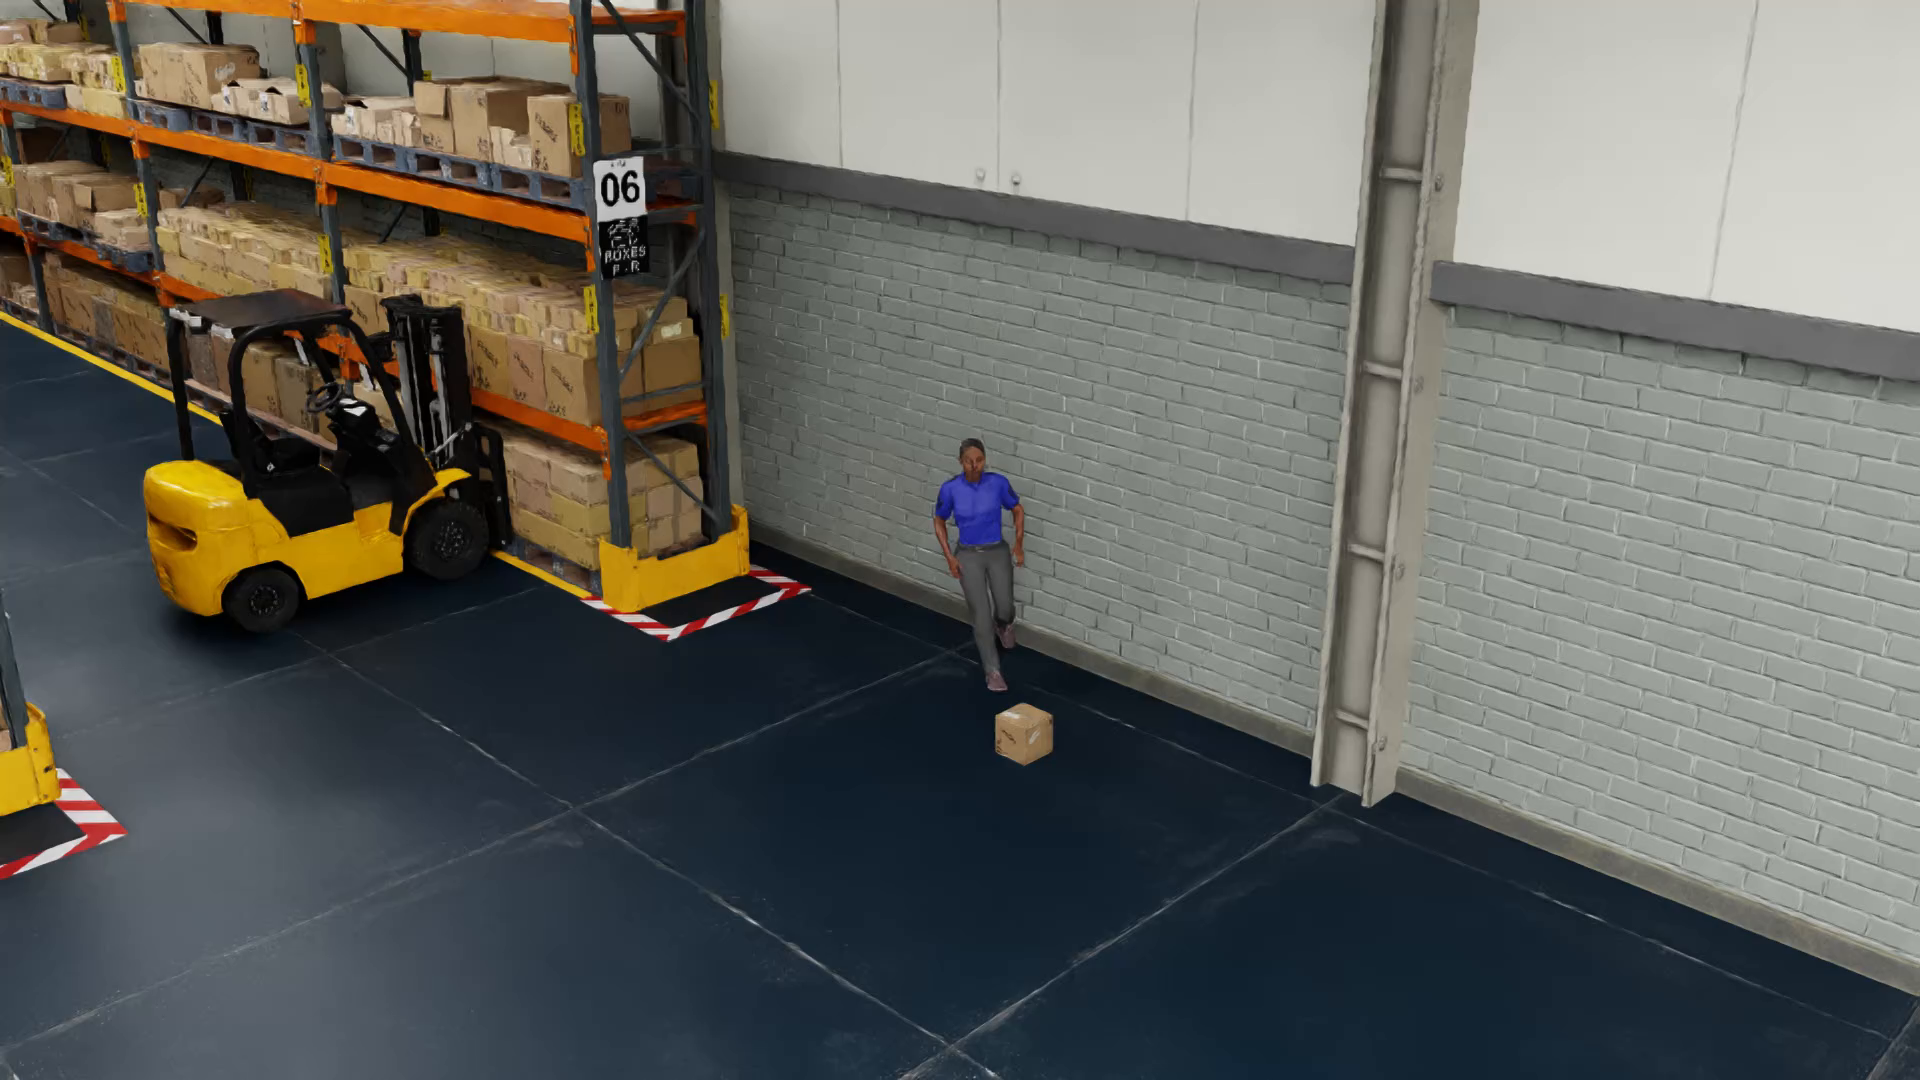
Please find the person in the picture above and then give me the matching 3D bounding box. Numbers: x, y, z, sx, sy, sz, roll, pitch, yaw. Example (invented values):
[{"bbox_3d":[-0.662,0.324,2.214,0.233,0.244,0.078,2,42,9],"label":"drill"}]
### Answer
[{"bbox_3d":[0.127,0.115,10.767,0.586,1.634,0.720,-2,21,-5],"label":"person"}]
